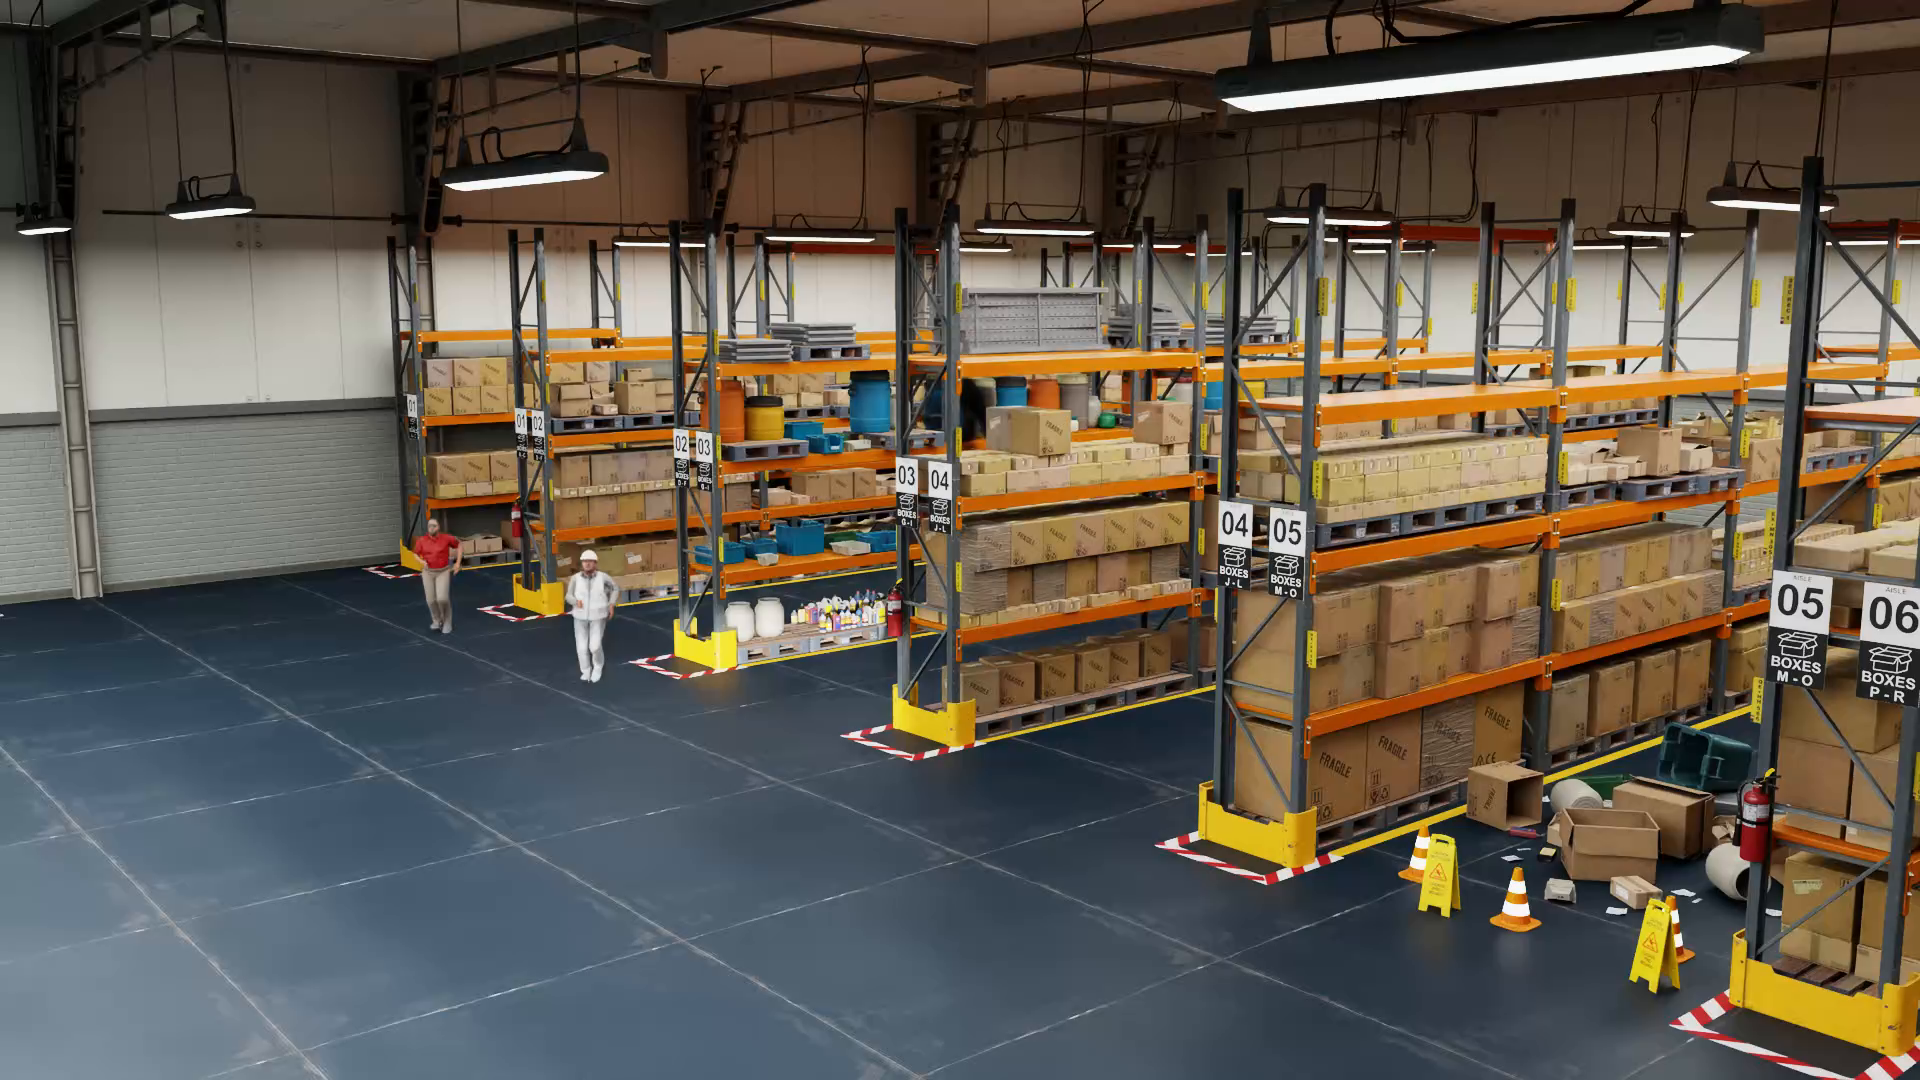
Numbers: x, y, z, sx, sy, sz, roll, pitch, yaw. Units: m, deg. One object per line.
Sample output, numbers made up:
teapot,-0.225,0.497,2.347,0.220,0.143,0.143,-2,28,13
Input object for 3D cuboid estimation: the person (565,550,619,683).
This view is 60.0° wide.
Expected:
person,-4.787,1.004,21.522,0.625,1.744,0.683,-1,9,-4

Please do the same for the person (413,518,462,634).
person,-7.758,0.558,24.681,0.679,1.770,0.721,-1,9,-7
